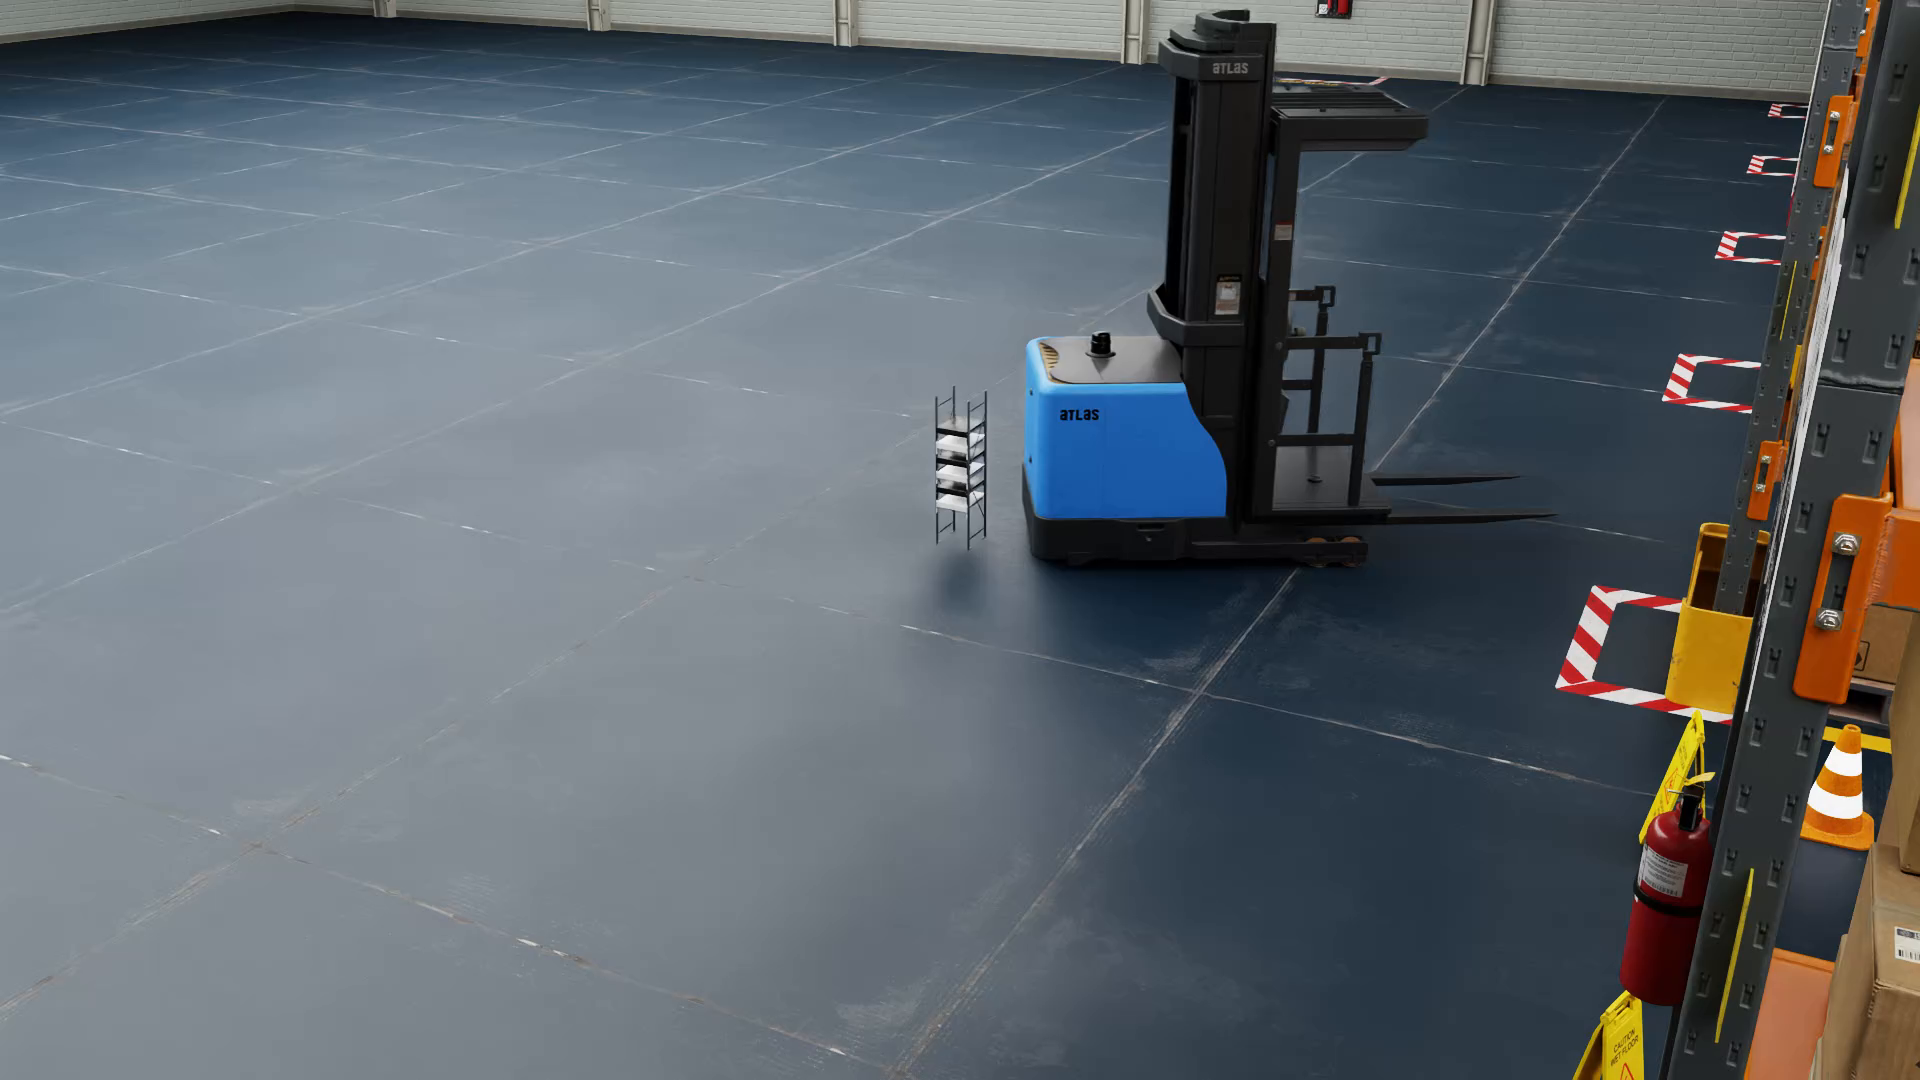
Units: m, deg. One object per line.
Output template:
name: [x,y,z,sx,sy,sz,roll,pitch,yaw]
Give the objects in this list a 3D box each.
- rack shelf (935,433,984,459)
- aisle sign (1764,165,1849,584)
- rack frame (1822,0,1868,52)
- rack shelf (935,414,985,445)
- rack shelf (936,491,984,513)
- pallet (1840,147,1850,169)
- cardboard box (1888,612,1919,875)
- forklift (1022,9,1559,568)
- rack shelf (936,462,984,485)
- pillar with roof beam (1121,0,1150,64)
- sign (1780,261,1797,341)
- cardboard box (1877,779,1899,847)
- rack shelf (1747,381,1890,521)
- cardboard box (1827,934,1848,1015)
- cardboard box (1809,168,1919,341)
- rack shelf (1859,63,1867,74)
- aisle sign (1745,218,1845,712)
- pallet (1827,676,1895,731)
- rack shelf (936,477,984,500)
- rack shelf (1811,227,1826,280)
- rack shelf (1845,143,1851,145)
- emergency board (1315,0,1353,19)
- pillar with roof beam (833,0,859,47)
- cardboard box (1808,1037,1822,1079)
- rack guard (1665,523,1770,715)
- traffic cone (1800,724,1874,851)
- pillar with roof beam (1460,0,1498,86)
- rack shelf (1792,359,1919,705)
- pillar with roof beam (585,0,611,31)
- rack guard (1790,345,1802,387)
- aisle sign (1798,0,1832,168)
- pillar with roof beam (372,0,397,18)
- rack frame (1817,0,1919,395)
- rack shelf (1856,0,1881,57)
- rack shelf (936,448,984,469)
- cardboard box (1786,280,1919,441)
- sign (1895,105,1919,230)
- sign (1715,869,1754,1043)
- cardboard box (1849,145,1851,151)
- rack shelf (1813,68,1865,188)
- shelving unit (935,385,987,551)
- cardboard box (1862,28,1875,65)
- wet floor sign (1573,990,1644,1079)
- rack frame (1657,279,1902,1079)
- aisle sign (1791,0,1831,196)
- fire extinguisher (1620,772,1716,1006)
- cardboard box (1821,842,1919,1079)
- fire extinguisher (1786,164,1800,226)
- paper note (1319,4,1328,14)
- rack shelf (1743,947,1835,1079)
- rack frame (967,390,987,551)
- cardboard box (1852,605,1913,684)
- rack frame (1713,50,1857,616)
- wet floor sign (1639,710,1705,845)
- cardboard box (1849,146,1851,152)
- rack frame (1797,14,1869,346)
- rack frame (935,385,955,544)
rack shelf: [0.007,-0.548,9.513,0.200,0.077,0.258,11,25,25]
aisle sign: [1.731,-0.342,3.399,0.004,0.787,0.394,11,25,25]
rack frame: [3.798,-3.541,6.577,0.127,3.000,1.000,11,25,25]
rack shelf: [0.007,-0.630,9.478,0.200,0.077,0.258,11,25,25]
rack shelf: [0.007,-0.216,9.654,0.200,0.077,0.258,11,25,25]
pallet: [11.301,-4.550,20.179,1.213,0.211,1.003,11,25,25]
cardboard box: [2.209,0.338,3.338,0.500,0.500,0.700,11,25,23]
forklift: [1.910,-1.400,9.298,3.031,2.935,1.130,-1,23,-2]
rack shelf: [0.007,-0.382,9.584,0.200,0.077,0.258,11,25,25]
pillar with roof beam: [1.195,-11.239,24.679,0.400,9.000,9.100,11,25,25]
sign: [3.543,-1.022,7.113,0.005,0.325,0.100,11,25,25]
cardboard box: [2.264,0.783,3.567,0.500,0.500,0.500,11,25,24]
rack shelf: [5.583,-0.096,7.062,4.000,0.370,1.077,11,25,25]
cardboard box: [2.085,1.074,3.714,0.250,0.149,0.380,12,26,26]
cardboard box: [4.112,-1.267,7.325,0.550,0.550,0.875,11,25,25]
rack shelf: [12.384,-5.269,19.227,4.000,0.370,1.077,11,25,25]
aisle sign: [1.460,-0.132,2.906,0.004,0.787,0.394,11,25,25]
pallet: [4.547,0.617,8.029,1.213,0.211,1.003,11,25,25]
rack shelf: [0.007,-0.299,9.619,0.200,0.077,0.258,11,25,25]
rack shelf: [7.911,-1.810,11.093,4.000,0.370,1.077,11,25,25]
rack shelf: [10.146,-3.540,15.161,4.000,0.370,1.077,11,25,25]
emergency board: [6.304,-9.372,27.955,0.643,1.169,0.194,11,25,25]
pillar with roof beam: [-4.160,-12.298,27.170,0.400,9.000,9.100,11,25,25]
cardboard box: [1.865,1.215,3.382,0.250,0.149,0.380,11,26,25]
rack guard: [3.777,0.366,8.250,0.348,0.500,1.175,11,25,25]
traffic cone: [3.632,0.977,6.861,0.334,0.463,0.336,11,25,25]
pillar with roof beam: [6.549,-10.179,22.188,0.400,9.000,9.100,11,25,25]
rack shelf: [3.440,0.271,2.367,4.000,0.370,1.077,11,25,25]
pillar with roof beam: [-9.514,-13.358,29.662,0.400,9.000,9.100,11,25,25]
rack guard: [6.194,-1.331,12.240,0.348,0.500,1.175,11,25,25]
aisle sign: [3.870,-2.094,7.518,0.004,0.787,0.394,11,25,25]
pillar with roof beam: [-14.869,-14.417,32.153,0.400,9.000,9.100,11,25,25]
rack frame: [1.655,-1.794,2.470,0.127,3.000,1.000,11,25,25]
rack shelf: [7.911,-3.191,10.506,4.000,0.370,1.077,11,25,25]
rack shelf: [0.007,-0.465,9.548,0.200,0.077,0.258,11,25,25]
cardboard box: [4.150,-0.799,7.605,0.550,0.550,0.875,11,25,25]
sign: [1.410,-0.626,2.440,0.005,0.325,0.100,11,25,25]
sign: [1.410,0.758,3.029,0.005,0.325,0.100,11,25,25]
cardboard box: [11.211,-4.890,20.392,0.500,0.250,0.500,11,25,25]
rack shelf: [5.583,-1.476,6.475,4.000,0.370,1.077,11,25,25]
shelving unit: [0.007,-0.413,9.571,0.210,0.900,0.258,11,25,25]
cardboard box: [11.010,-5.913,19.693,0.500,0.500,0.700,11,25,25]
wet floor sign: [1.968,1.643,5.062,0.267,0.644,0.232,-20,30,-39]
rack frame: [1.655,0.967,3.644,0.127,3.000,1.000,11,25,25]
aisle sign: [3.600,-1.884,7.026,0.004,0.787,0.394,11,25,25]
fire extinguisher: [1.761,0.821,4.085,0.183,0.674,0.296,11,25,25]
cardboard box: [1.953,0.964,3.142,0.500,0.500,0.500,11,25,24]
fire extinguisher: [6.232,-2.640,12.224,0.183,0.674,0.296,11,25,25]
paper note: [6.177,-9.022,28.257,0.142,0.148,0.016,11,25,25]
rack shelf: [3.440,1.651,2.954,4.000,0.370,1.077,11,25,25]
rack frame: [0.098,-0.395,9.528,0.006,0.900,0.240,11,25,25]
cardboard box: [4.433,0.101,7.858,0.875,0.875,0.875,11,26,25]
rack frame: [3.798,-0.780,7.751,0.127,3.000,1.000,11,25,25]
wet floor sign: [2.879,0.990,6.598,0.232,0.644,0.267,7,24,15]
cardboard box: [10.978,-4.709,19.967,0.500,0.250,0.500,11,25,25]
rack frame: [6.126,-2.494,11.783,0.127,3.000,1.000,11,25,25]
rack frame: [-0.083,-0.431,9.613,0.006,0.900,0.240,11,25,25]
